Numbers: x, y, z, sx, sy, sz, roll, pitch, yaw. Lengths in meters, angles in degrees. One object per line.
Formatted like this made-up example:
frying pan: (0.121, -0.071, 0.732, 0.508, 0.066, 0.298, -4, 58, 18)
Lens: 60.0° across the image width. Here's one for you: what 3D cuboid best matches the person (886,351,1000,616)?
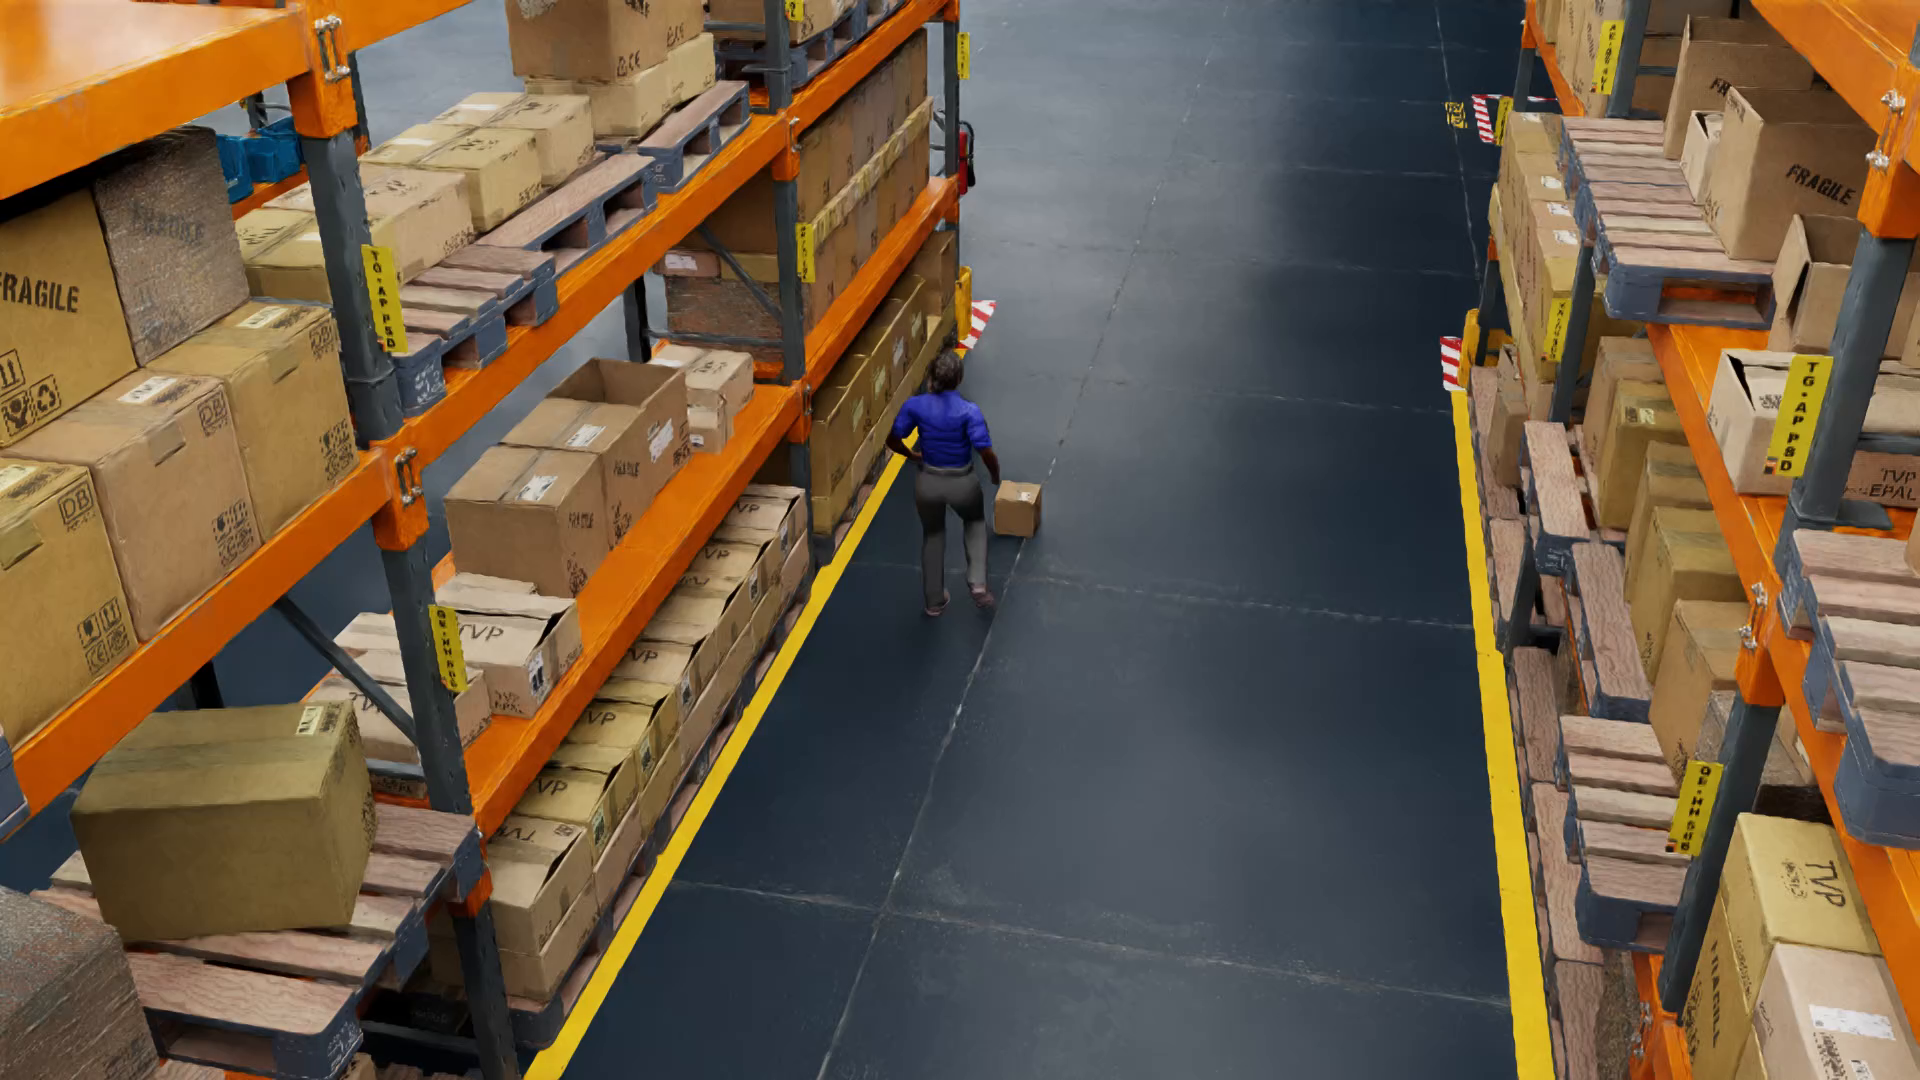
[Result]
person: (-0.085, -0.321, 9.243, 0.625, 1.626, 0.472, 3, 29, 6)
